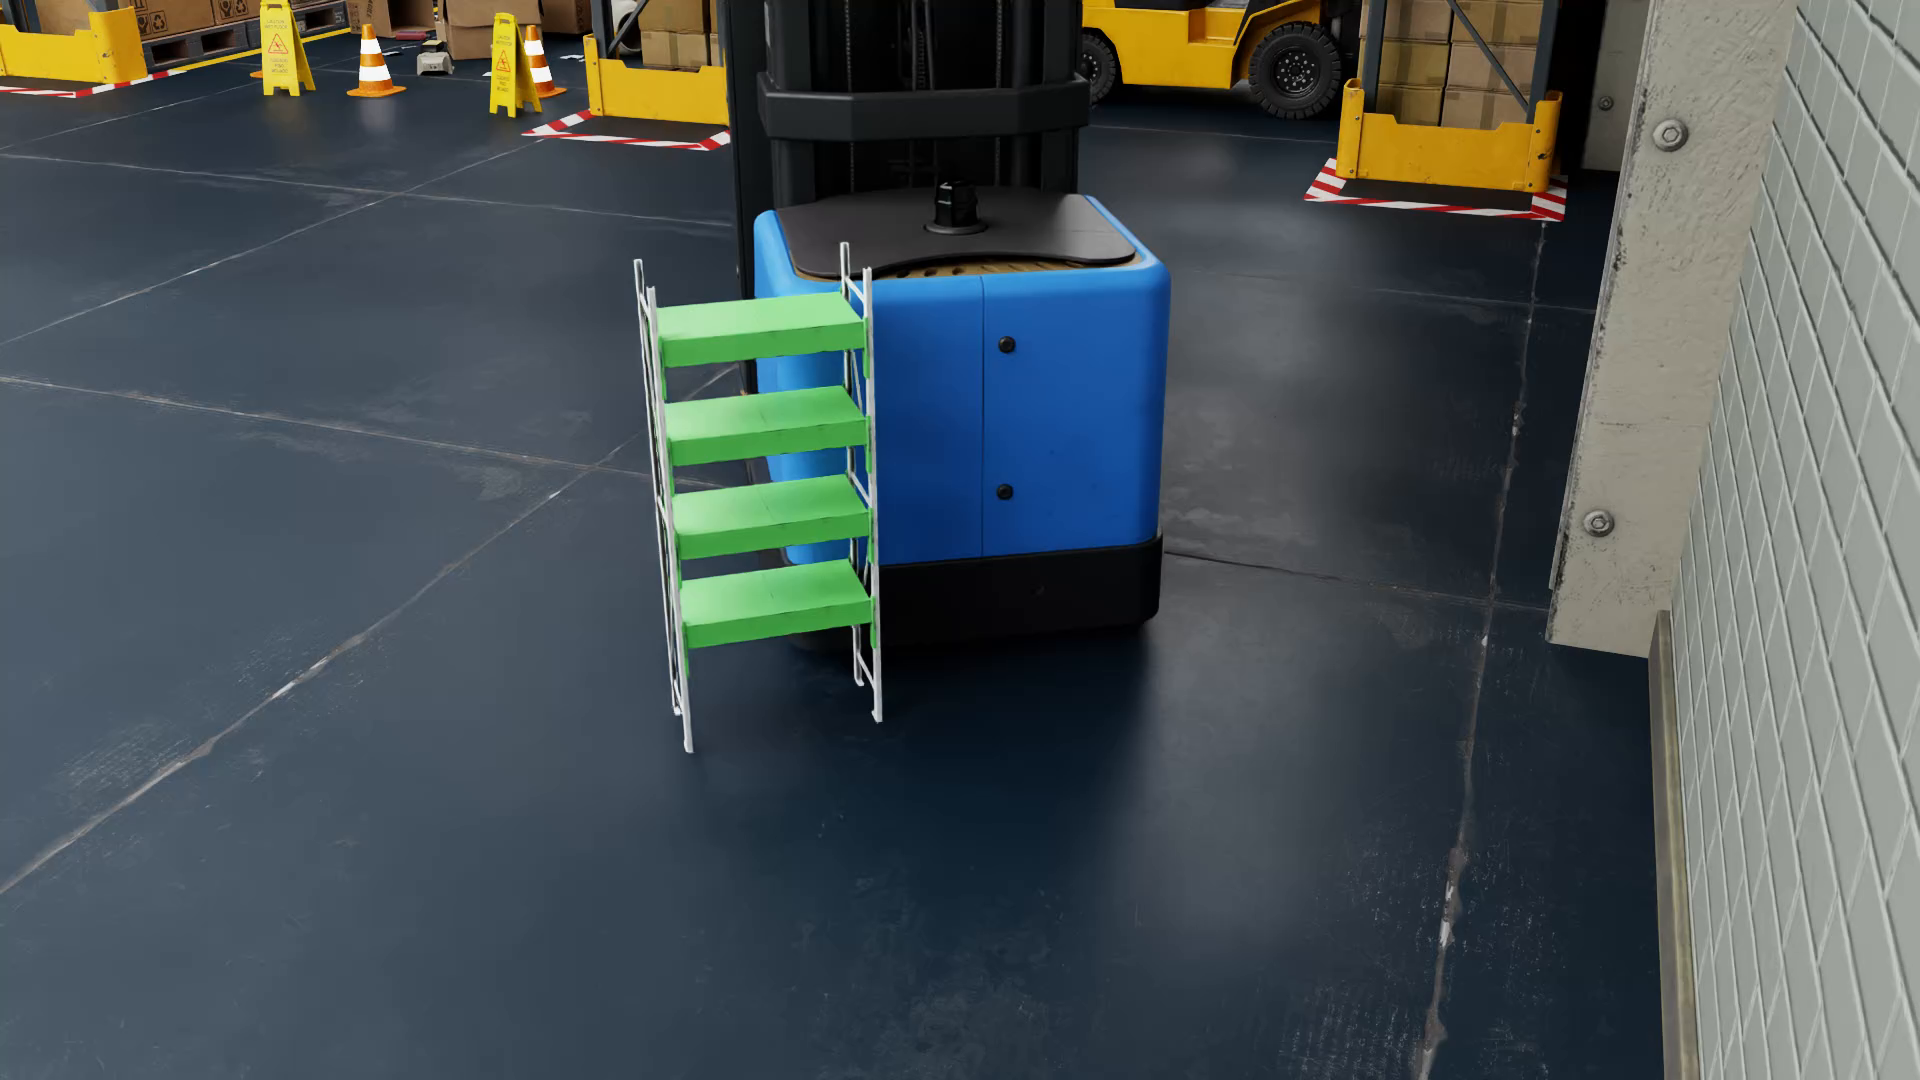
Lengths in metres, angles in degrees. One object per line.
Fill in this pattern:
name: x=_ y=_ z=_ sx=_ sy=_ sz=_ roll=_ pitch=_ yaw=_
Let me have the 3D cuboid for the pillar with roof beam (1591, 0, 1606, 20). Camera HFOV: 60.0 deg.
pillar with roof beam: x=1.785 y=-9.380 z=14.296 sx=9.100 sy=9.000 sz=0.400 roll=9 pitch=27 yaw=17

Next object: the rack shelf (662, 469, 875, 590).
rack shelf: x=-0.475 y=-0.031 z=4.083 sx=0.480 sy=0.148 sz=0.258 roll=-8 pitch=27 yaw=-15

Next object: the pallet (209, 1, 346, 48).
pallet: x=-6.017 y=-4.413 z=14.123 sx=1.003 sy=0.211 sz=1.213 roll=9 pitch=27 yaw=17

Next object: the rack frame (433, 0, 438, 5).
rack frame: x=-5.286 y=-6.473 z=15.176 sx=1.000 sy=3.000 sz=0.127 roll=9 pitch=27 yaw=17

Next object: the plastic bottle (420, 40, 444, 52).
plastic bottle: x=-4.251 y=-3.990 z=13.421 sx=0.133 sy=0.061 sz=0.283 roll=0 pitch=26 yaw=-1

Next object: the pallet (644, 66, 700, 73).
pallet: x=-1.587 y=-3.257 z=11.735 sx=1.003 sy=0.211 sz=1.213 roll=9 pitch=27 yaw=17

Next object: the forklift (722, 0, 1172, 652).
forklift: x=-0.215 y=-1.636 z=5.265 sx=1.130 sy=2.935 sz=3.031 roll=-5 pitch=26 yaw=-9

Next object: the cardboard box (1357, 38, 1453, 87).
cardboard box: x=2.634 y=-2.856 z=9.806 sx=0.500 sy=0.250 sz=0.500 roll=8 pitch=27 yaw=17

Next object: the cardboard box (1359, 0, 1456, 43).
cardboard box: x=2.626 y=-3.070 z=9.675 sx=0.500 sy=0.250 sz=0.500 roll=10 pitch=27 yaw=19

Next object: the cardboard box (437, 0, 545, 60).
cardboard box: x=-3.718 y=-4.118 z=13.177 sx=0.797 sy=0.503 sz=0.637 roll=-9 pitch=27 yaw=-18

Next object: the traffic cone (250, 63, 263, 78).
traffic cone: x=-5.101 y=-3.699 z=12.359 sx=0.336 sy=0.463 sz=0.334 roll=9 pitch=27 yaw=17

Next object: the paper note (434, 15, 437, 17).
paper note: x=-4.656 y=-4.729 z=14.981 sx=0.147 sy=0.020 sz=0.142 roll=-9 pitch=27 yaw=-18

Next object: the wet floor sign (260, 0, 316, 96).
wet floor sign: x=-4.760 y=-3.470 z=11.676 sx=0.267 sy=0.644 sz=0.232 roll=4 pitch=26 yaw=8

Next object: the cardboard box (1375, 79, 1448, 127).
cardboard box: x=2.625 y=-2.624 z=9.902 sx=0.500 sy=0.250 sz=0.500 roll=9 pitch=27 yaw=18

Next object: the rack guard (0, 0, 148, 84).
rack guard: x=-6.625 y=-3.694 z=12.305 sx=1.175 sy=0.500 sz=0.348 roll=9 pitch=27 yaw=17

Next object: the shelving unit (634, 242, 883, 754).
shelving unit: x=-0.475 y=-0.088 z=4.055 sx=0.503 sy=1.200 sz=0.258 roll=-8 pitch=27 yaw=-15

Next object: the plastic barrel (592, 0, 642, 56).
plastic barrel: x=-2.656 y=-4.061 z=13.152 sx=0.421 sy=0.421 sz=0.512 roll=-14 pitch=29 yaw=-27

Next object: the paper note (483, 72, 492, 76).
paper note: x=-3.478 y=-3.493 z=12.430 sx=0.148 sy=0.019 sz=0.142 roll=0 pitch=26 yaw=-1

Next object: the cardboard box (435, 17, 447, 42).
cardboard box: x=-4.121 y=-4.268 z=13.761 sx=0.396 sy=0.266 sz=0.258 roll=14 pitch=29 yaw=26

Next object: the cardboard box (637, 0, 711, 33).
cardboard box: x=-1.895 y=-3.808 z=11.487 sx=0.500 sy=0.500 sz=0.500 roll=9 pitch=27 yaw=18

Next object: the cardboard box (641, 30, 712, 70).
cardboard box: x=-1.892 y=-3.485 z=11.679 sx=0.500 sy=0.250 sz=0.500 roll=9 pitch=27 yaw=17

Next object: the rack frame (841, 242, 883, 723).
rack frame: x=-0.242 y=-0.120 z=4.120 sx=0.015 sy=1.200 sz=0.240 roll=-8 pitch=27 yaw=-15

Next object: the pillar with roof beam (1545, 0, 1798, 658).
pillar with roof beam: x=-2.208 y=-4.448 z=4.111 sx=9.100 sy=9.000 sz=0.400 roll=9 pitch=27 yaw=17

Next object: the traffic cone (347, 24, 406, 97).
traffic cone: x=-4.149 y=-3.396 z=11.732 sx=0.336 sy=0.463 sz=0.334 roll=9 pitch=27 yaw=17

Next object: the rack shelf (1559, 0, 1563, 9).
rack shelf: x=3.432 y=-3.932 z=10.755 sx=1.077 sy=0.370 sz=4.000 roll=9 pitch=27 yaw=17

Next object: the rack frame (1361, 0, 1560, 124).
rack frame: x=2.766 y=-3.434 z=8.901 sx=1.000 sy=3.000 sz=0.127 roll=9 pitch=27 yaw=17

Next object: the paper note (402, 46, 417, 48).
paper note: x=-4.477 y=-4.005 z=13.510 sx=0.123 sy=0.001 sz=0.032 roll=-20 pitch=33 yaw=-36

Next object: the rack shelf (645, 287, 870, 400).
rack shelf: x=-0.475 y=-0.463 z=3.874 sx=0.480 sy=0.148 sz=0.258 roll=-8 pitch=27 yaw=-15

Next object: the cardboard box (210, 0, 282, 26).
cardboard box: x=-6.163 y=-4.712 z=13.495 sx=0.875 sy=0.875 sz=0.875 roll=8 pitch=27 yaw=17
